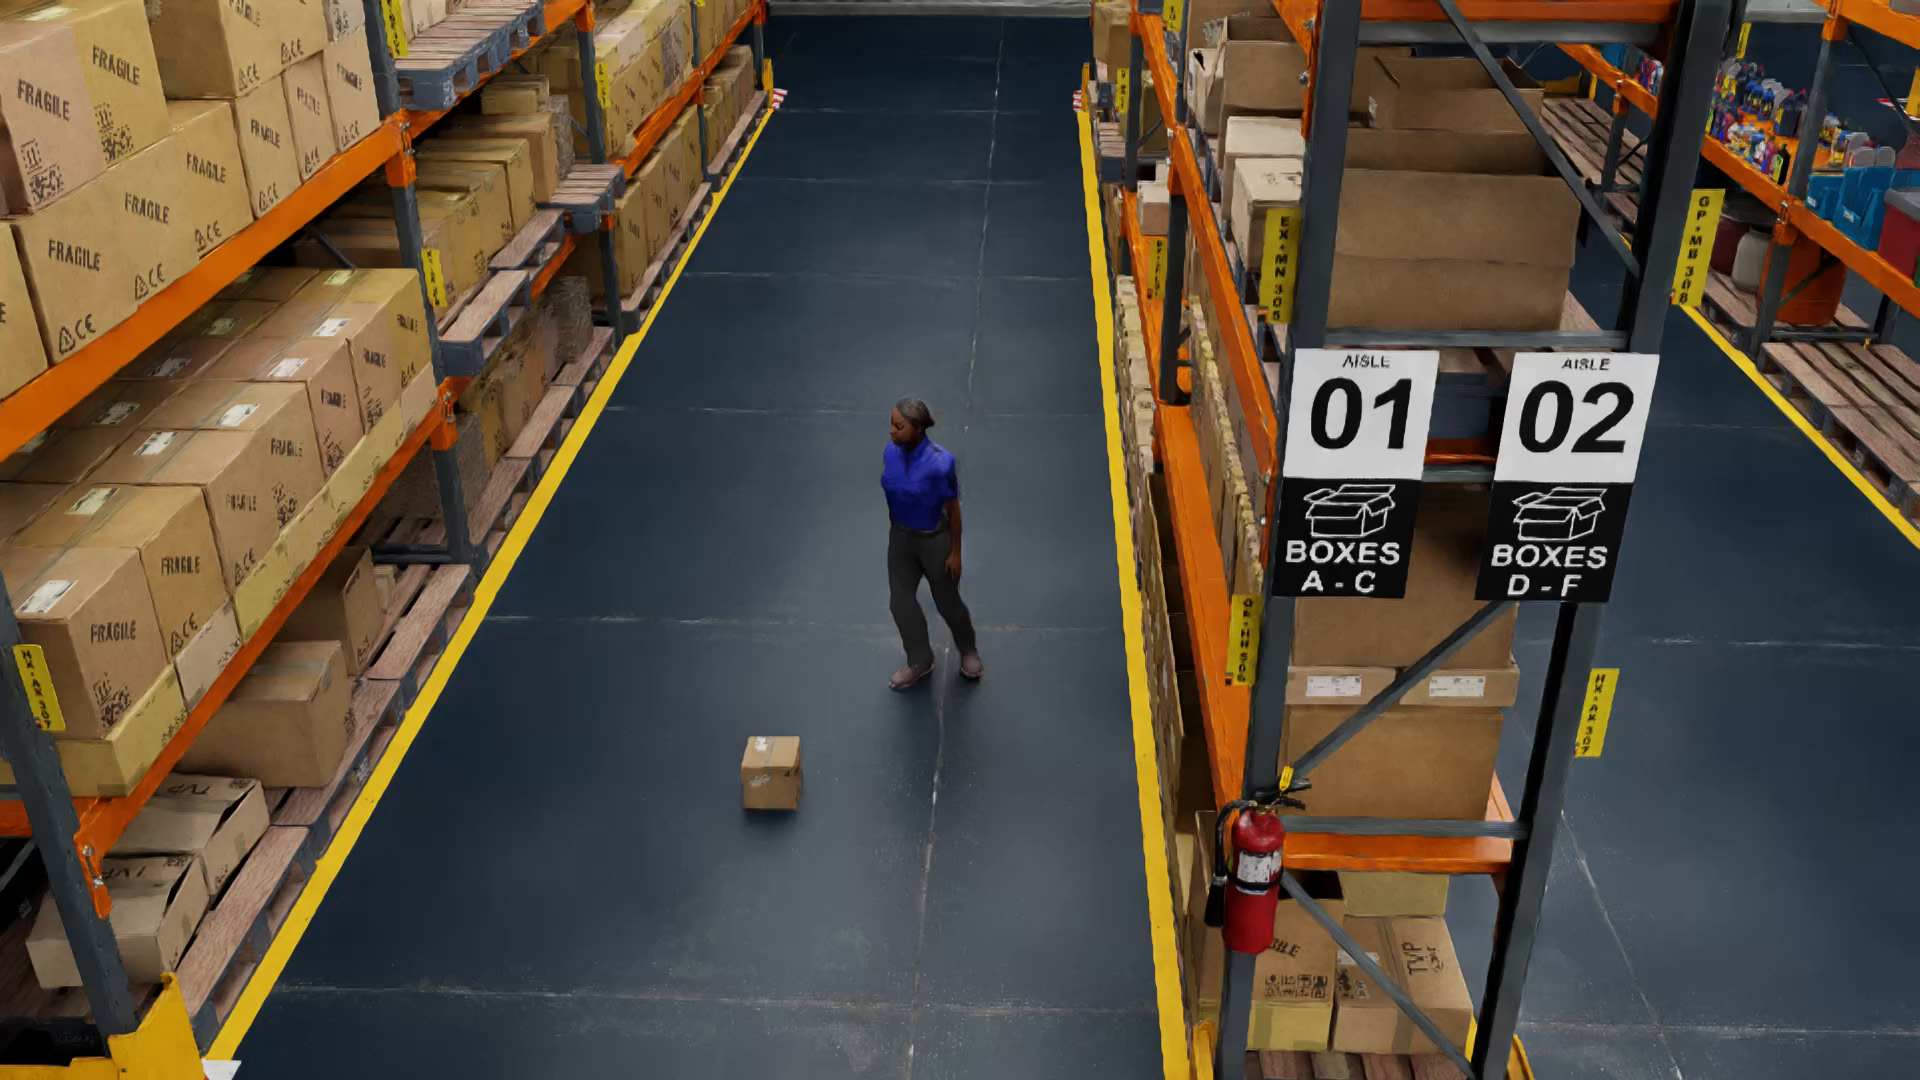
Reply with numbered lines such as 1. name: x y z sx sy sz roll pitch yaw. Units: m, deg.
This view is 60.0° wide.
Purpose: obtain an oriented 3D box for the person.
1. person: -0.143 -0.009 8.647 0.499 1.648 0.537 18 33 30
